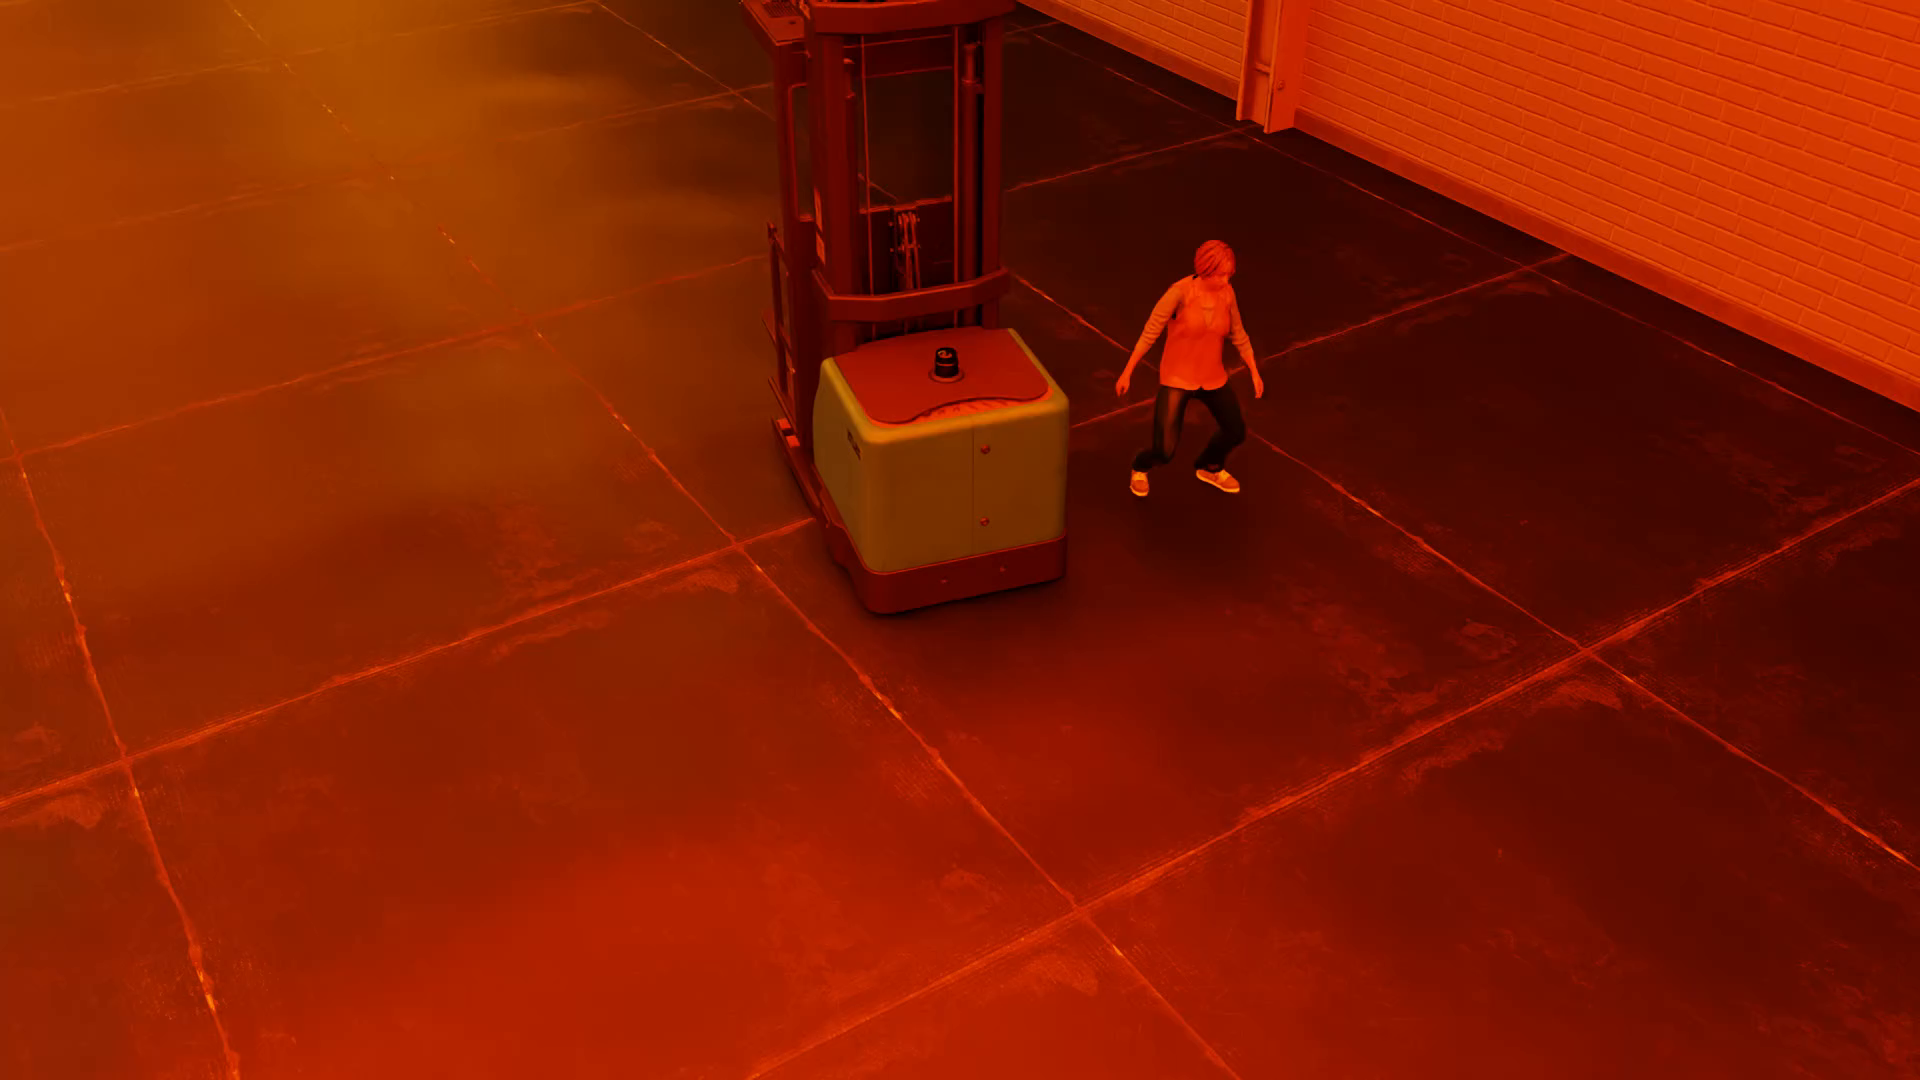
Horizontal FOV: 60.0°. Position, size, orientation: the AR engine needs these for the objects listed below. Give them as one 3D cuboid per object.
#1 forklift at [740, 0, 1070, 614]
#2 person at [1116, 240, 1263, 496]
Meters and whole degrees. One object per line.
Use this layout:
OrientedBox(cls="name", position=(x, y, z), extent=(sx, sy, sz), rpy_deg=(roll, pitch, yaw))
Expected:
OrientedBox(cls="forklift", position=(-0.427, -1.686, 8.548), extent=(1.130, 2.935, 3.031), rpy_deg=(-11, 37, -15))
OrientedBox(cls="person", position=(1.193, -0.832, 8.581), extent=(0.763, 1.514, 0.445), rpy_deg=(-9, 36, -12))
